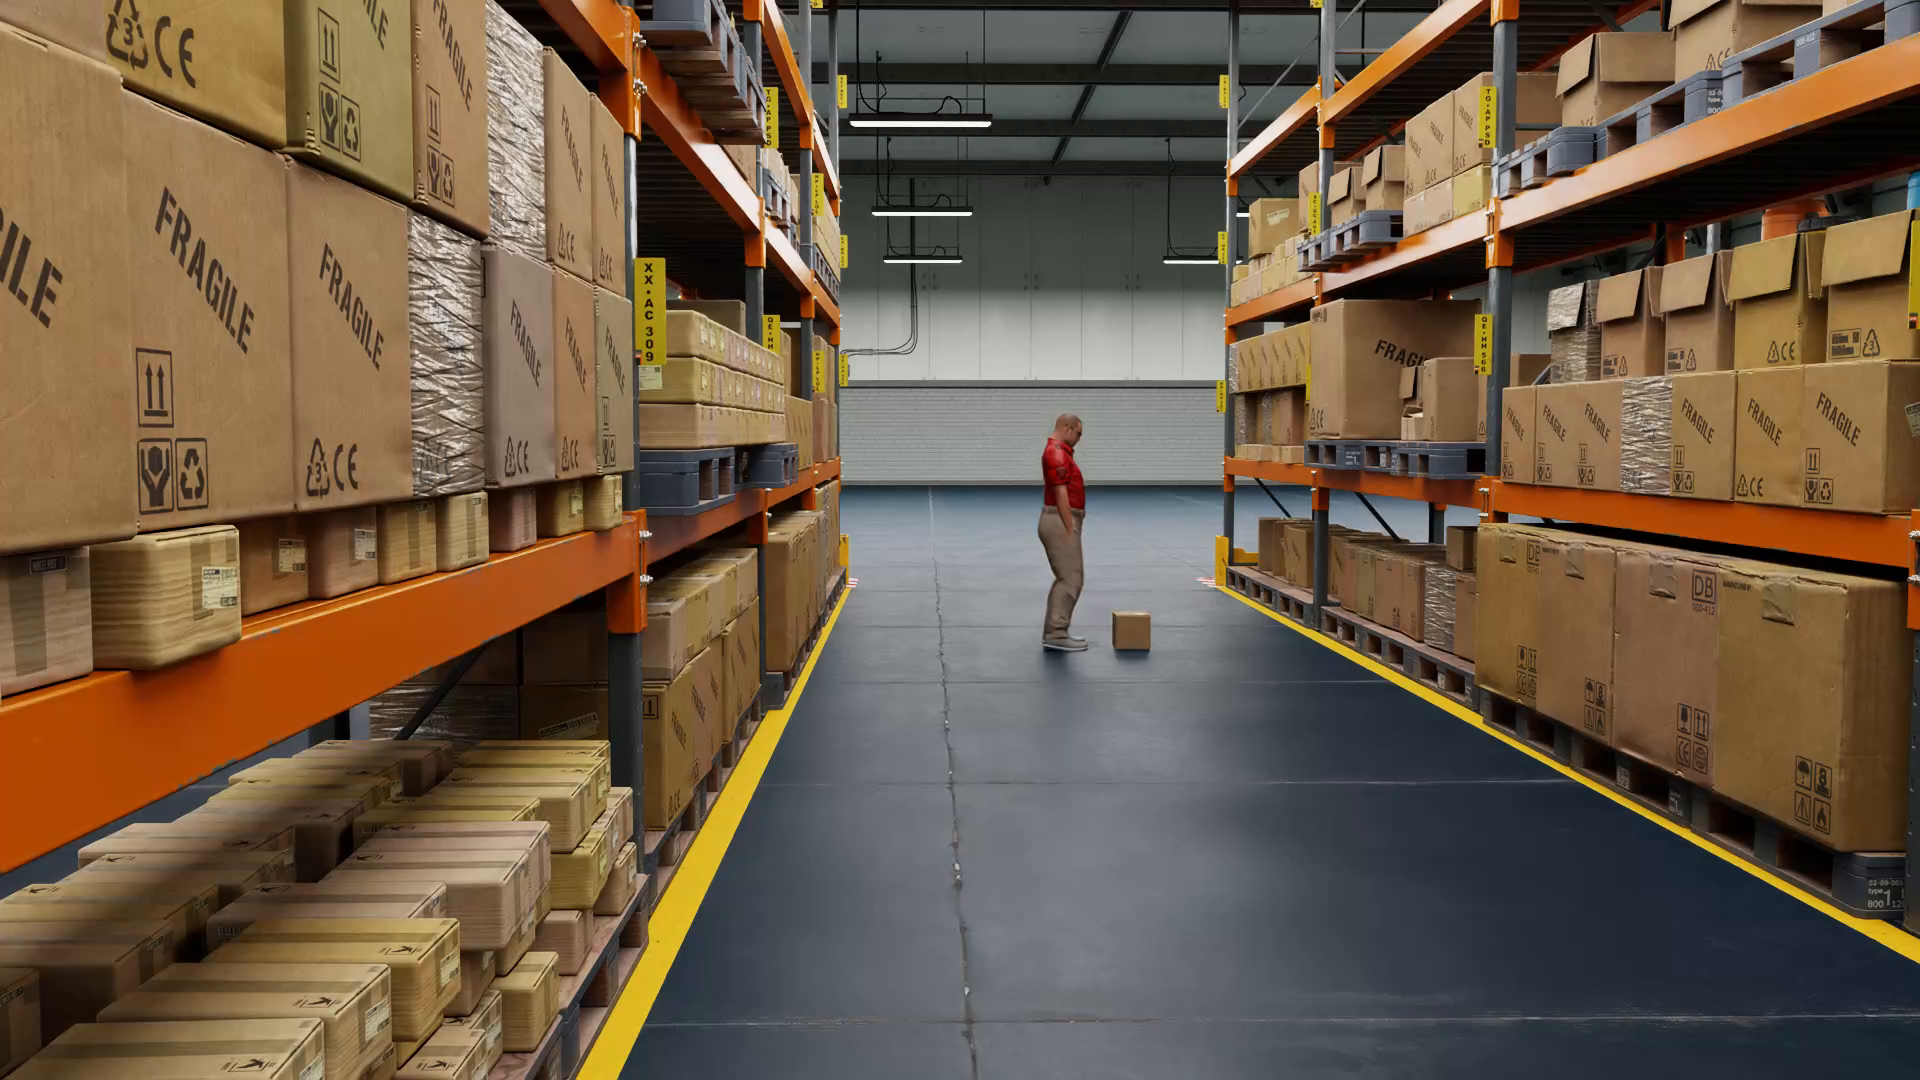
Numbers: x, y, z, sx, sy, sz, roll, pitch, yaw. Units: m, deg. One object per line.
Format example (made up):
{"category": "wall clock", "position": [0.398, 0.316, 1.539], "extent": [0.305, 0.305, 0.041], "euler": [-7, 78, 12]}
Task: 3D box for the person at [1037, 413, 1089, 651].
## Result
{"category": "person", "position": [0.748, -0.066, 12.090], "extent": [0.367, 1.714, 0.538], "euler": [0, 4, 0]}
